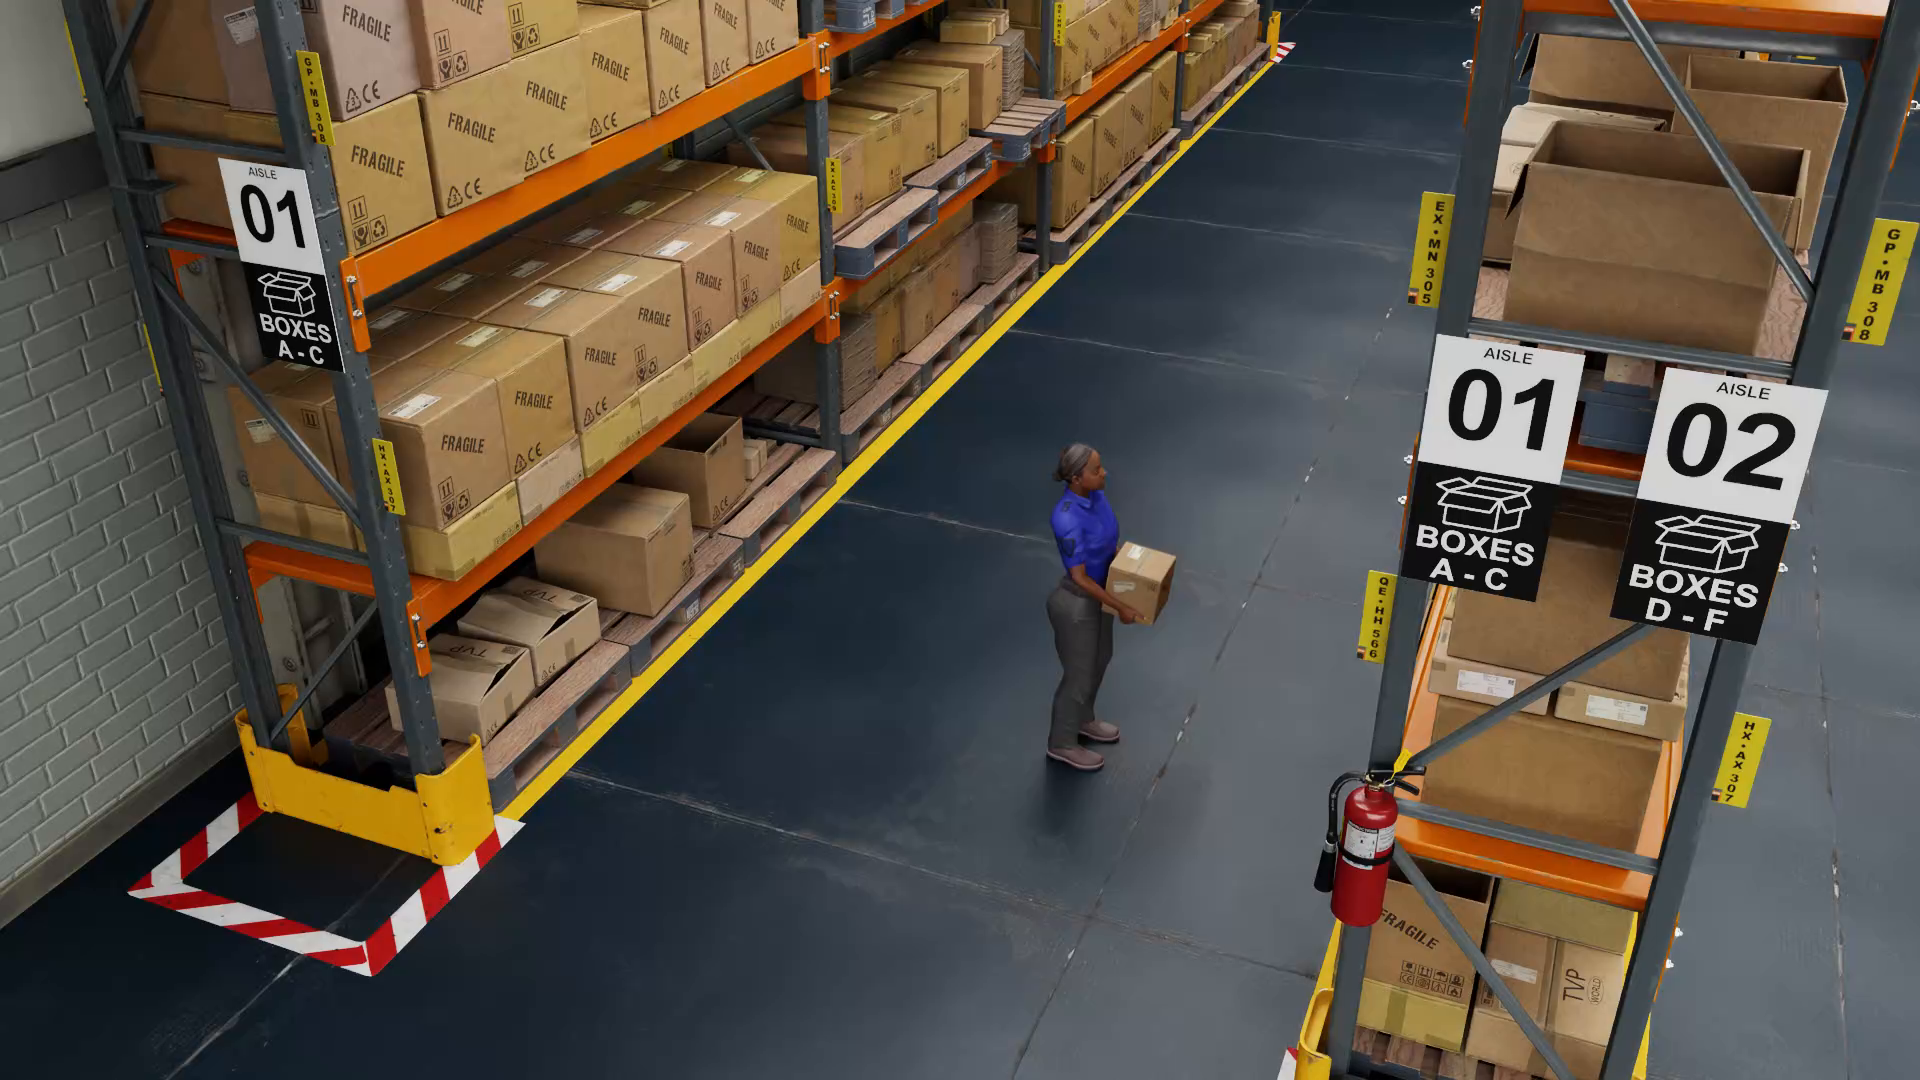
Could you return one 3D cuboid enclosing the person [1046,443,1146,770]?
[{"bbox_3d":[0.662,0.319,7.850,0.523,1.646,0.450,12,32,20],"label":"person"}]
